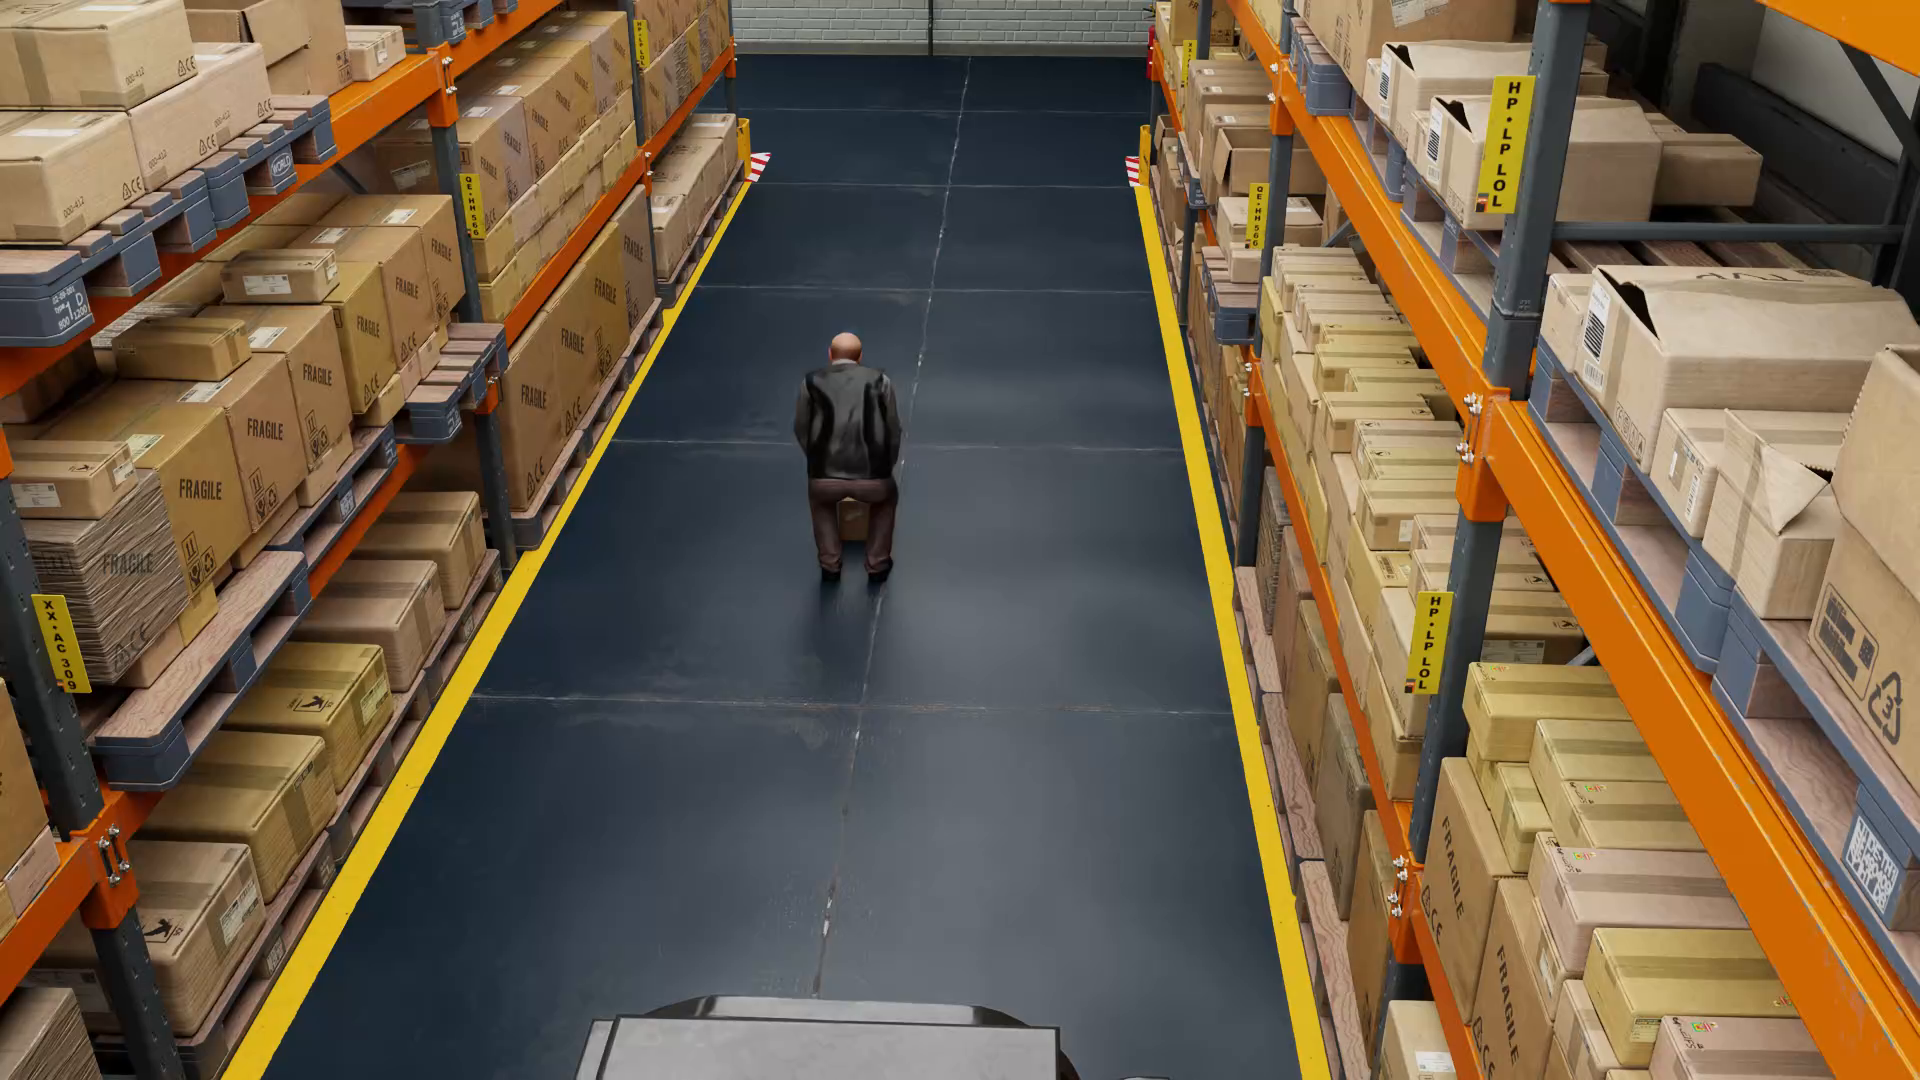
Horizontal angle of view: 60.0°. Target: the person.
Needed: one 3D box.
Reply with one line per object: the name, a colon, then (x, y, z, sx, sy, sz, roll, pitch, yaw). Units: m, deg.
person: (-0.613, -0.416, 8.941, 0.585, 1.255, 0.784, 1, 28, 2)
